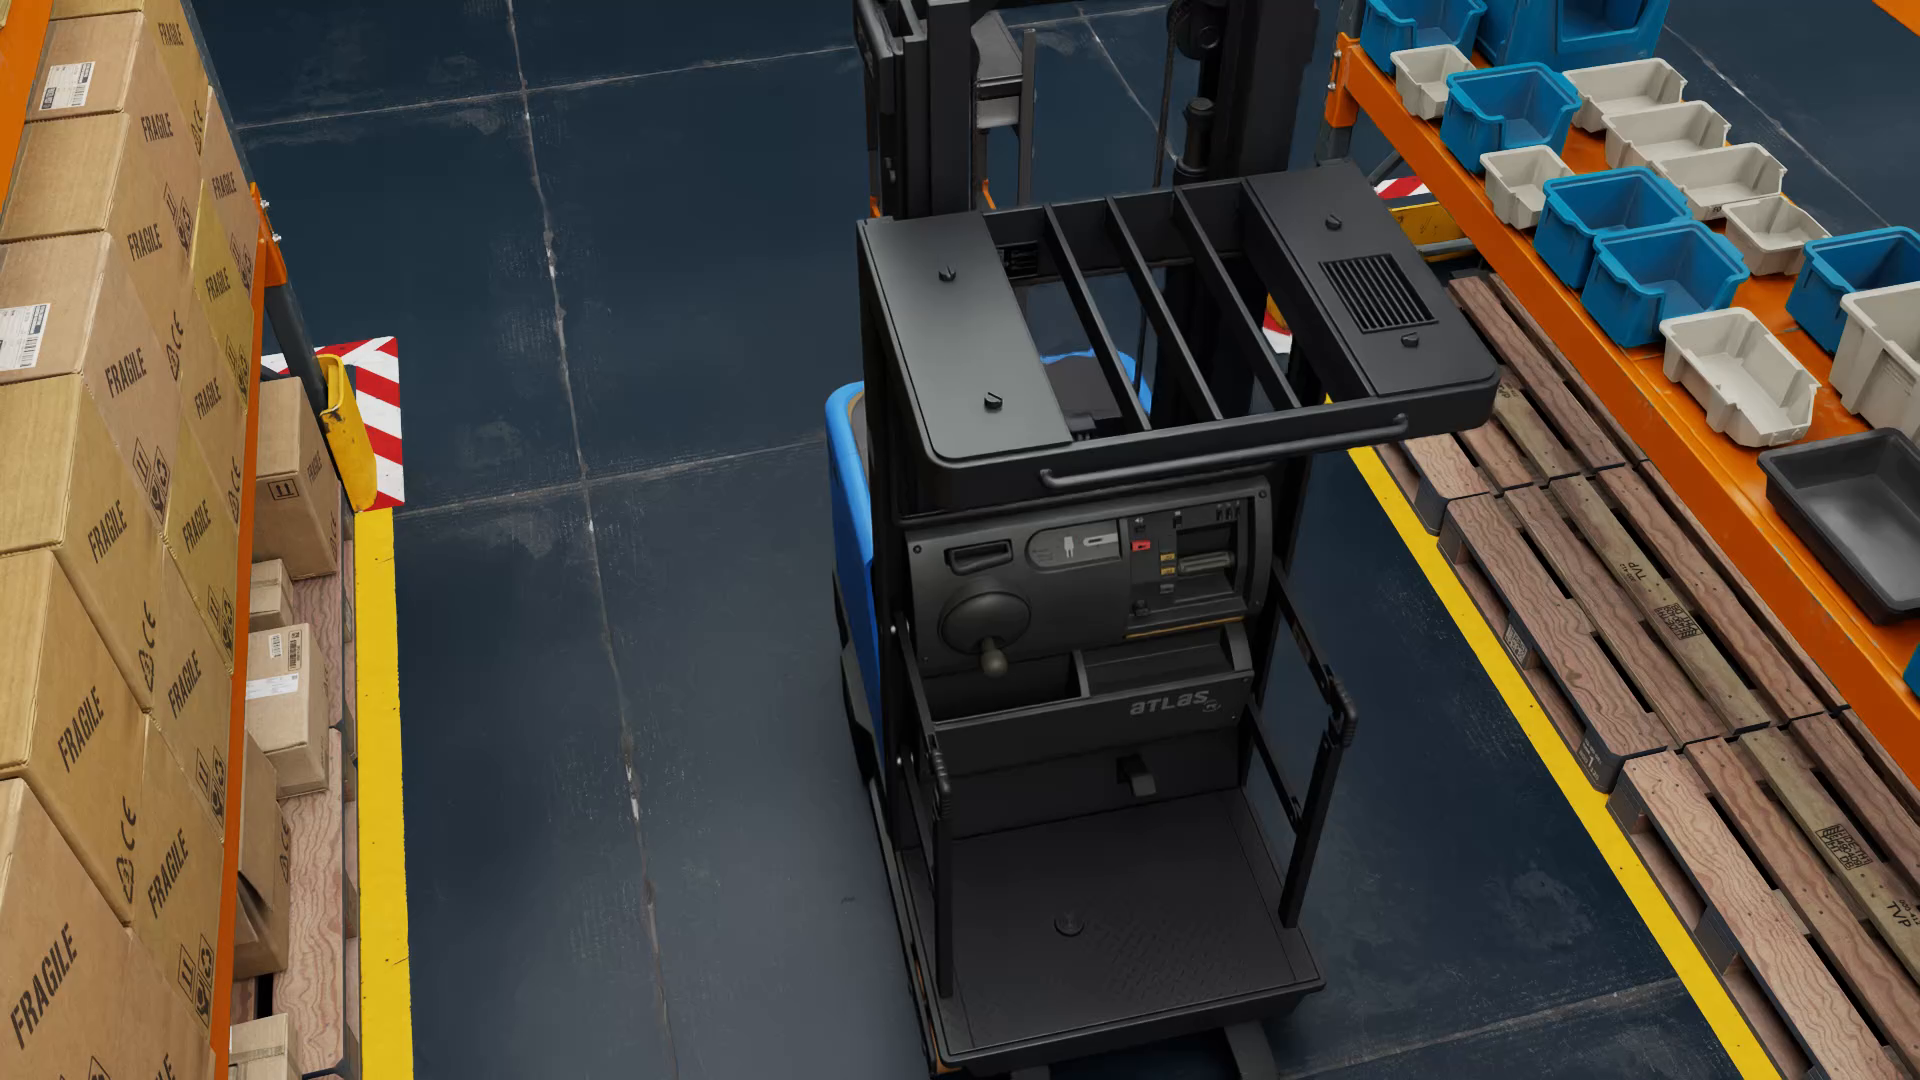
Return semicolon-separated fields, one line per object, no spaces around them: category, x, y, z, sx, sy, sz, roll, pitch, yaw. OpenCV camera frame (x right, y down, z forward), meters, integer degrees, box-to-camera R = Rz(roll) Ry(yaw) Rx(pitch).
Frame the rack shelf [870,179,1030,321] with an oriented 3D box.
rack shelf;-0.042;-0.840;5.622;0.431;0.518;0.480;-11;47;-10

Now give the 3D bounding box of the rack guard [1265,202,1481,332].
rack guard;1.910;-1.277;7.152;1.175;0.500;0.348;-11;47;-10

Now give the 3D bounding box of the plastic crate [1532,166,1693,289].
plastic crate;2.011;-0.961;5.166;0.416;0.233;0.300;-11;47;-10

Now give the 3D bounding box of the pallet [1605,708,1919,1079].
pallet;2.727;1.099;5.025;1.003;0.211;1.213;-11;47;-10

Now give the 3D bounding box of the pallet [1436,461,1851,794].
pallet;2.411;0.255;5.852;1.003;0.211;1.213;-11;47;-10

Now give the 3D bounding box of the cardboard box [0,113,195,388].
cardboard box;-2.214;-0.657;4.024;0.500;0.500;0.500;-10;46;-9

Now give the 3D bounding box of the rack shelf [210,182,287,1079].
rack shelf;-2.349;0.398;4.264;1.077;0.370;4.000;-11;47;-10

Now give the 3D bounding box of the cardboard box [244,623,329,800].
cardboard box;-2.269;0.565;5.213;0.500;0.250;0.500;-11;47;-10

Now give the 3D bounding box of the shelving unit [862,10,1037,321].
shelving unit;-0.042;-0.849;5.612;0.431;2.100;0.503;-11;47;-10

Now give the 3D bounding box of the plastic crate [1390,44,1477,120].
plastic crate;1.676;-1.599;5.860;0.250;0.136;0.298;-11;47;-10

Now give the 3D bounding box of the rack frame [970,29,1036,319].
rack frame;0.020;-0.681;5.447;0.400;2.100;0.015;-11;47;-10

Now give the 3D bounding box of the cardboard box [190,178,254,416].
cardboard box;-2.347;-0.653;4.720;0.500;0.500;0.500;-10;46;-10

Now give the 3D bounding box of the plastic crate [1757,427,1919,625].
plastic crate;2.406;-0.025;4.325;0.437;0.125;0.590;-11;47;-10

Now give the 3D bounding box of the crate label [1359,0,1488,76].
crate label;1.673;-1.870;6.057;0.416;0.233;0.303;-11;47;-10

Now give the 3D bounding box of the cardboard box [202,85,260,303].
cardboard box;-2.483;-1.010;5.070;0.500;0.500;0.500;-9;46;-9

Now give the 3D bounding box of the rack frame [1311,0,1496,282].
rack frame;1.929;-2.138;6.245;1.000;3.000;0.127;-11;47;-10

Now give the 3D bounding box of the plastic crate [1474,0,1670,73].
plastic crate;2.195;-1.974;6.018;0.616;0.435;0.499;-11;47;-10

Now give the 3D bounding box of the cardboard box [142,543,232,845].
cardboard box;-1.964;0.391;3.696;0.500;0.500;0.500;-11;47;-11

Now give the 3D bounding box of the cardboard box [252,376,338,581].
cardboard box;-2.483;-0.184;5.772;0.500;0.500;0.500;-11;47;-10

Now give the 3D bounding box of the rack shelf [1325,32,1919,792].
rack shelf;2.441;-0.505;5.149;1.077;0.370;4.000;-11;47;-10

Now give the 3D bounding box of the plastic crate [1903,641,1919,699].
plastic crate;2.503;0.348;3.778;0.392;0.384;0.575;-11;47;-10

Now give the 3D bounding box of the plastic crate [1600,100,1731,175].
plastic crate;2.373;-1.334;5.600;0.396;0.136;0.243;-11;47;-10

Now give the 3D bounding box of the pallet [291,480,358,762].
pallet;-2.636;0.344;5.765;1.003;0.211;1.213;-11;47;-10

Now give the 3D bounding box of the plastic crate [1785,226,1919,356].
plastic crate;2.702;-0.729;4.940;0.416;0.233;0.300;-11;47;-10

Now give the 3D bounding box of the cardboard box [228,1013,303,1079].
cardboard box;-1.966;1.440;4.415;0.380;0.166;0.250;-11;47;-10

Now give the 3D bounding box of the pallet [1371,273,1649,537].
pallet;2.102;-0.586;6.676;1.003;0.211;1.213;-11;47;-10

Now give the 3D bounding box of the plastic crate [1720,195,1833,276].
plastic crate;2.561;-0.945;5.219;0.298;0.136;0.250;-11;47;-10

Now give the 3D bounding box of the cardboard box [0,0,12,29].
cardboard box;-2.216;-1.236;3.366;0.500;0.250;0.500;-11;47;-10

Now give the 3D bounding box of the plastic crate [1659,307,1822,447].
plastic crate;2.216;-0.452;4.736;0.293;0.136;0.466;-11;47;-10

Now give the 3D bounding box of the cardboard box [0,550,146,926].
cardboard box;-1.818;0.409;2.979;0.500;0.500;0.500;-12;47;-12

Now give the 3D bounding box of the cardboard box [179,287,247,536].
cardboard box;-2.224;-0.307;4.381;0.500;0.500;0.500;-10;46;-10

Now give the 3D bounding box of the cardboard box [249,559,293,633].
cardboard box;-2.467;0.229;5.601;0.380;0.166;0.250;-11;47;-10

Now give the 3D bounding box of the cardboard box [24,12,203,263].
cardboard box;-2.351;-1.014;4.374;0.500;0.500;0.500;-10;46;-9

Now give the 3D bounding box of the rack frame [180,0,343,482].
rack frame;-2.861;-1.235;5.360;1.000;3.000;0.127;-11;47;-10

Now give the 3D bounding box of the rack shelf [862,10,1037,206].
rack shelf;-0.042;-1.330;5.122;0.431;0.518;0.480;-11;47;-10

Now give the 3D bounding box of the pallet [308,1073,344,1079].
pallet;-2.012;2.028;4.114;1.003;0.211;1.213;-11;47;-10

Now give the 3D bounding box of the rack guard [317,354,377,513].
rack guard;-2.841;-0.308;6.201;1.175;0.500;0.348;-11;47;-10

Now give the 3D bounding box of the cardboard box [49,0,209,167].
cardboard box;-2.481;-1.363;4.715;0.500;0.500;0.500;-11;47;-11

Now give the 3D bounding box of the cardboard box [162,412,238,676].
cardboard box;-2.095;0.040;4.040;0.500;0.500;0.500;-11;47;-11

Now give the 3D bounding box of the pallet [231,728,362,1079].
pallet;-2.327;1.185;4.941;1.003;0.211;1.213;-11;47;-10

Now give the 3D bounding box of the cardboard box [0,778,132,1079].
cardboard box;-1.685;0.765;2.630;0.500;0.500;0.500;-10;46;-9

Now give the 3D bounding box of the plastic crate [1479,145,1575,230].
plastic crate;1.849;-1.131;5.401;0.250;0.136;0.298;-11;47;-10

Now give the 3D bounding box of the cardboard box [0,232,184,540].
cardboard box;-2.082;-0.303;3.676;0.500;0.500;0.500;-9;46;-9

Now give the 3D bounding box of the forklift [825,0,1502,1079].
forklift;0.381;0.192;4.010;1.130;2.935;3.031;-9;46;-9

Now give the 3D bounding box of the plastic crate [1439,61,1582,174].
plastic crate;1.842;-1.415;5.612;0.416;0.233;0.300;-11;47;-10

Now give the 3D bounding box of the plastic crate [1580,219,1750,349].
plastic crate;2.087;-0.754;4.963;0.416;0.233;0.300;-11;47;-10

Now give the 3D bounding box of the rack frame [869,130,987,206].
rack frame;-0.105;-1.018;5.777;0.400;2.100;0.015;-11;47;-10

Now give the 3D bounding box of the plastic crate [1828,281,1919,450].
plastic crate;2.740;-0.444;4.626;0.437;0.282;0.530;-11;47;-10

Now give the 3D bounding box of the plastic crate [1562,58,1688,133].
plastic crate;2.312;-1.537;5.798;0.396;0.136;0.243;-11;47;-10

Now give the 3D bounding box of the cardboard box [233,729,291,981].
cardboard box;-2.323;0.950;4.658;0.797;0.503;0.637;-11;47;-10

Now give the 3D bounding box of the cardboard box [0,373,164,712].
cardboard box;-1.949;0.054;3.327;0.500;0.500;0.500;-12;47;-11

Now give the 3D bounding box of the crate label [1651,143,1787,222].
crate label;2.467;-1.146;5.416;0.396;0.136;0.243;-11;47;-10

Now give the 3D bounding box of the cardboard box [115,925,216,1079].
cardboard box;-1.704;1.090;3.012;0.500;0.500;0.500;-10;46;-9

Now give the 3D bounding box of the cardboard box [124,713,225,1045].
cardboard box;-1.838;0.737;3.357;0.500;0.500;0.500;-10;46;-10
